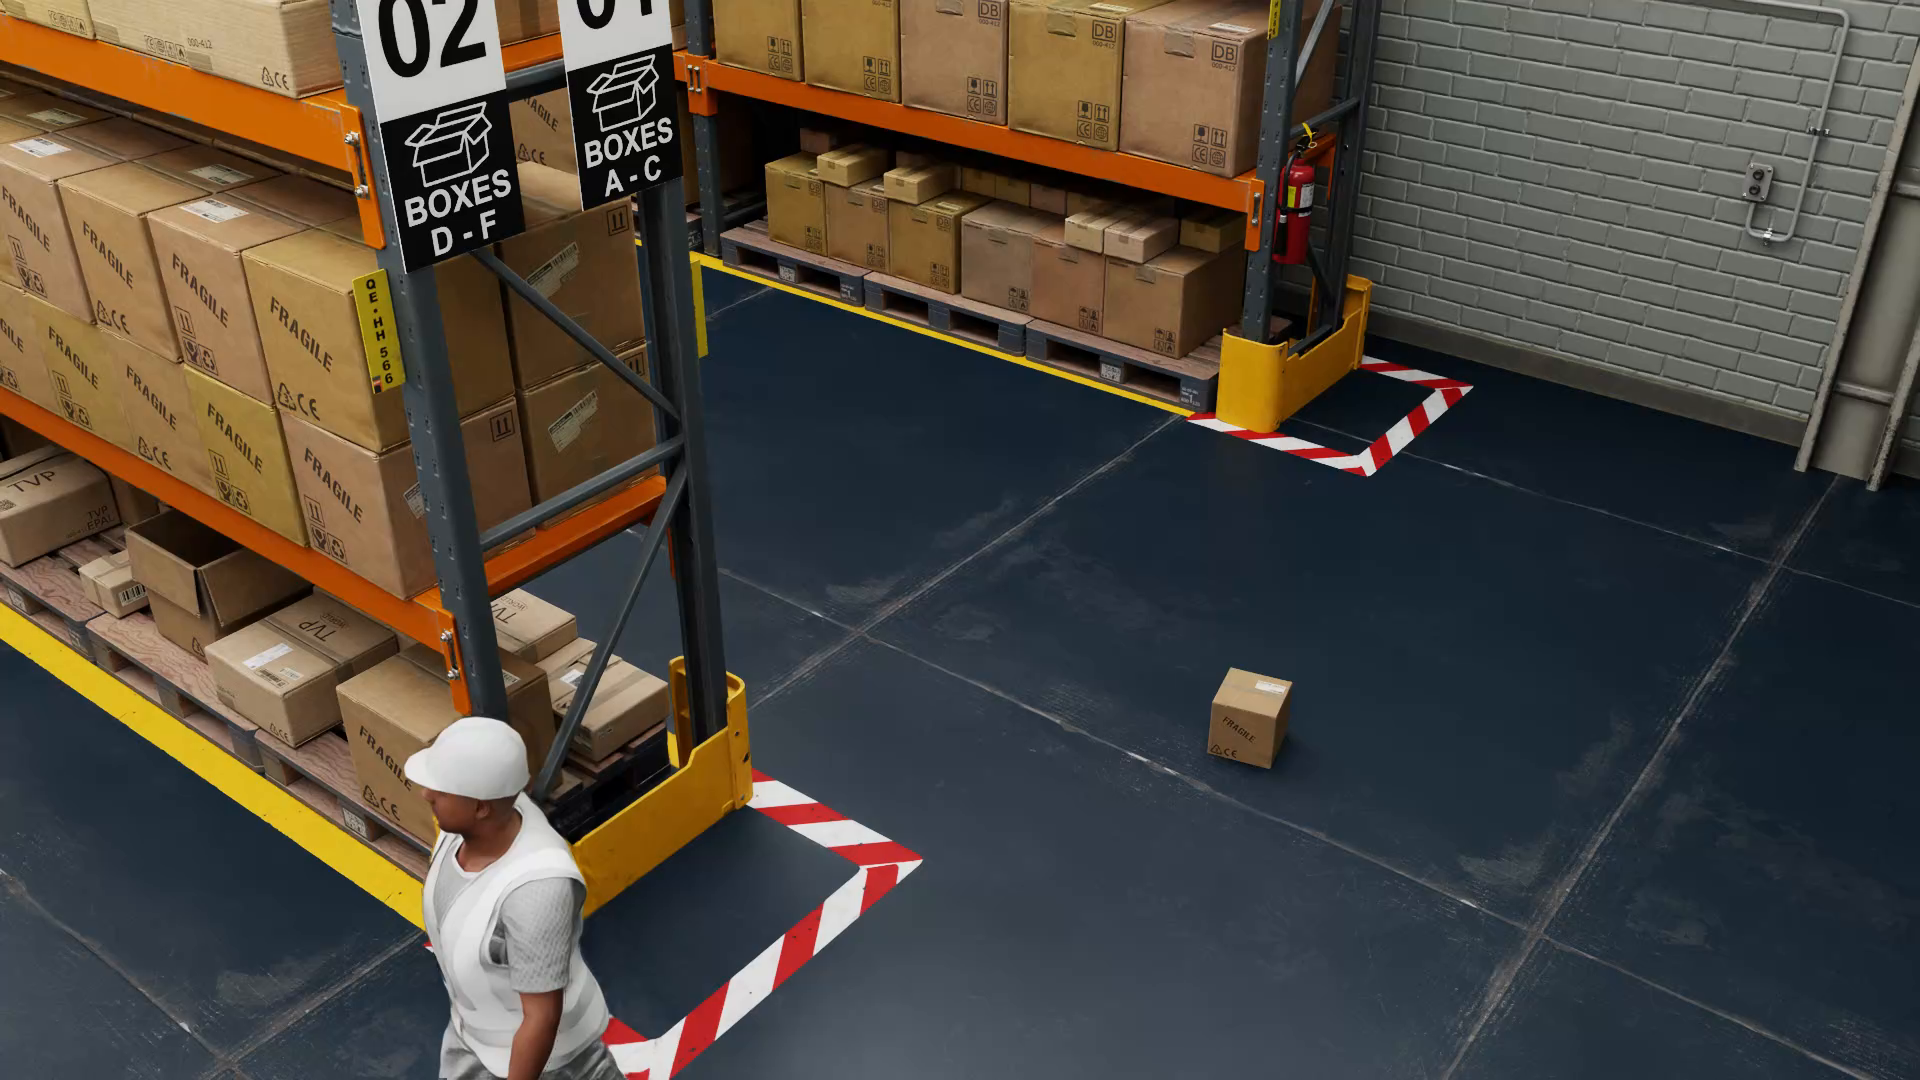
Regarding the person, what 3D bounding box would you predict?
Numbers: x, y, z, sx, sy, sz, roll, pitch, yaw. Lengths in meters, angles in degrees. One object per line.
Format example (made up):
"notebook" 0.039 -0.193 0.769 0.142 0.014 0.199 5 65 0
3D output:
"person" -1.137 1.214 4.042 1.008 1.732 0.611 -23 37 -33
